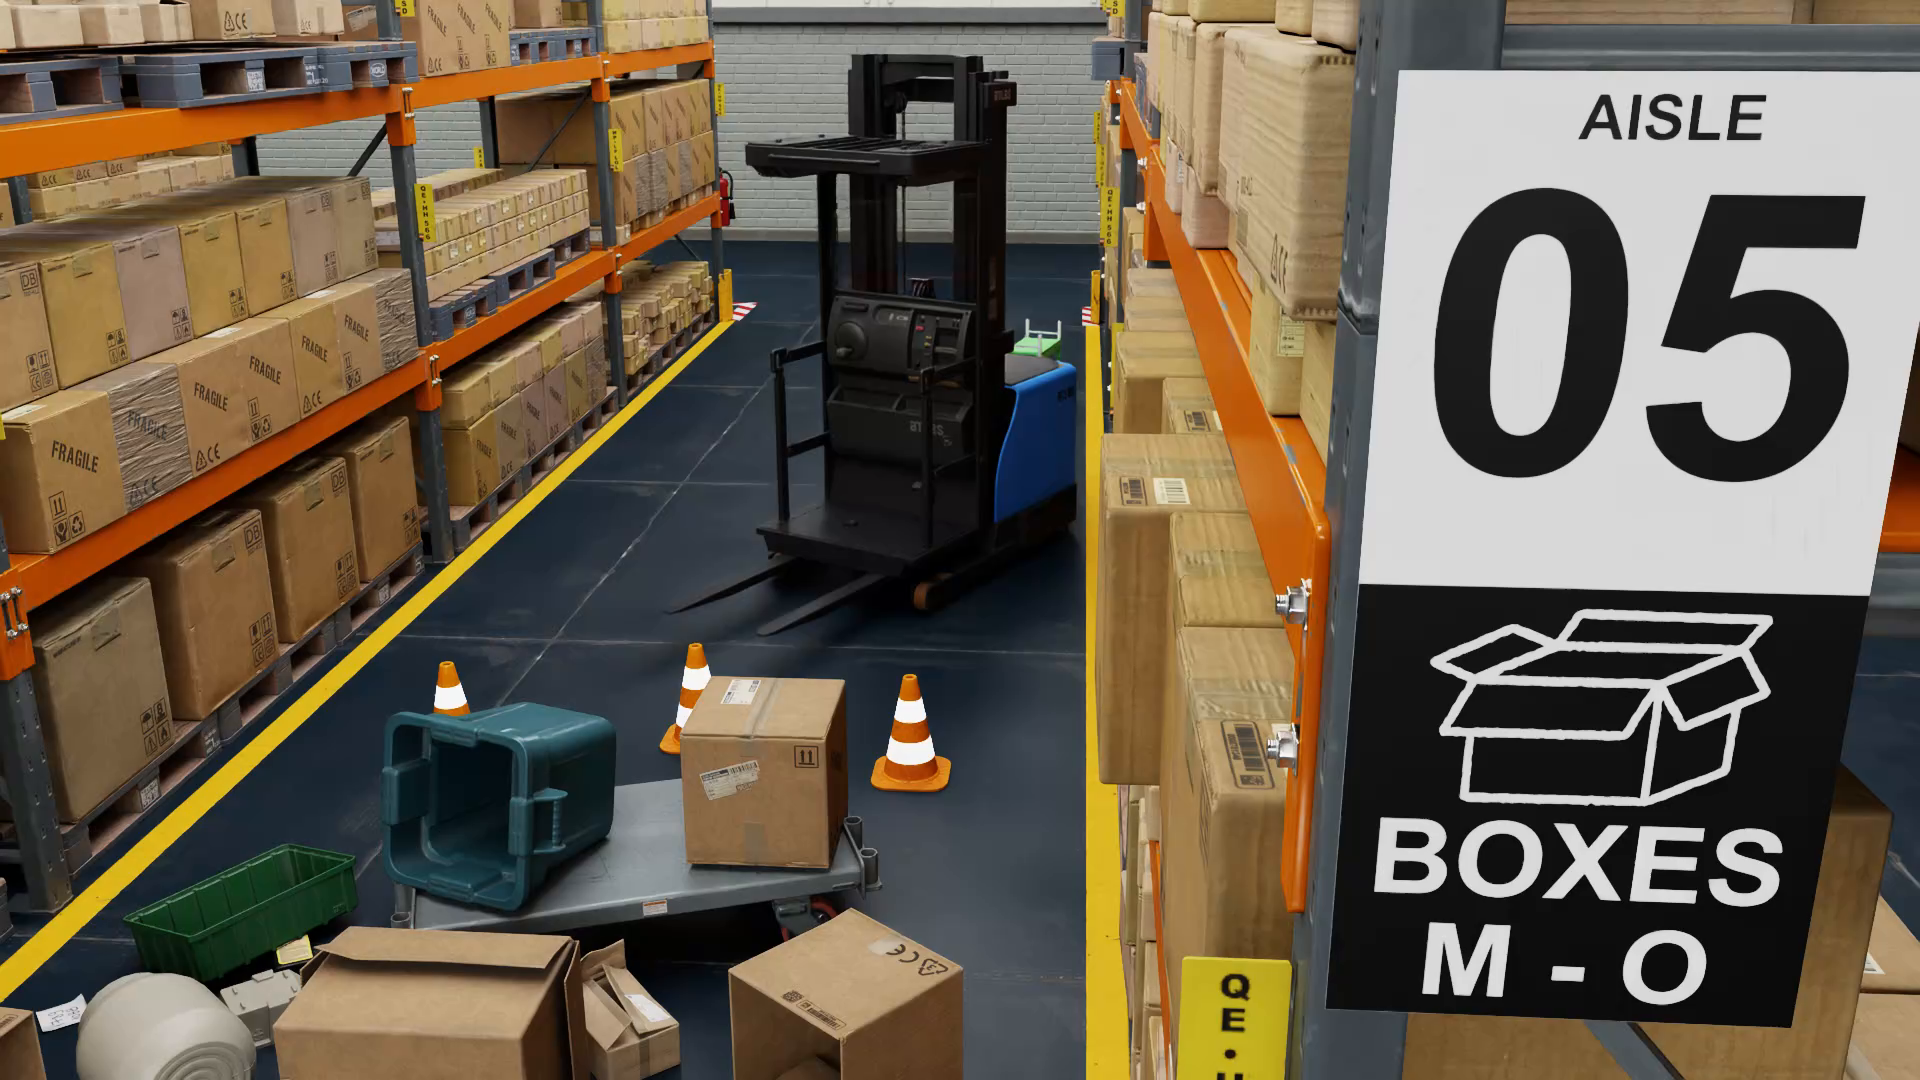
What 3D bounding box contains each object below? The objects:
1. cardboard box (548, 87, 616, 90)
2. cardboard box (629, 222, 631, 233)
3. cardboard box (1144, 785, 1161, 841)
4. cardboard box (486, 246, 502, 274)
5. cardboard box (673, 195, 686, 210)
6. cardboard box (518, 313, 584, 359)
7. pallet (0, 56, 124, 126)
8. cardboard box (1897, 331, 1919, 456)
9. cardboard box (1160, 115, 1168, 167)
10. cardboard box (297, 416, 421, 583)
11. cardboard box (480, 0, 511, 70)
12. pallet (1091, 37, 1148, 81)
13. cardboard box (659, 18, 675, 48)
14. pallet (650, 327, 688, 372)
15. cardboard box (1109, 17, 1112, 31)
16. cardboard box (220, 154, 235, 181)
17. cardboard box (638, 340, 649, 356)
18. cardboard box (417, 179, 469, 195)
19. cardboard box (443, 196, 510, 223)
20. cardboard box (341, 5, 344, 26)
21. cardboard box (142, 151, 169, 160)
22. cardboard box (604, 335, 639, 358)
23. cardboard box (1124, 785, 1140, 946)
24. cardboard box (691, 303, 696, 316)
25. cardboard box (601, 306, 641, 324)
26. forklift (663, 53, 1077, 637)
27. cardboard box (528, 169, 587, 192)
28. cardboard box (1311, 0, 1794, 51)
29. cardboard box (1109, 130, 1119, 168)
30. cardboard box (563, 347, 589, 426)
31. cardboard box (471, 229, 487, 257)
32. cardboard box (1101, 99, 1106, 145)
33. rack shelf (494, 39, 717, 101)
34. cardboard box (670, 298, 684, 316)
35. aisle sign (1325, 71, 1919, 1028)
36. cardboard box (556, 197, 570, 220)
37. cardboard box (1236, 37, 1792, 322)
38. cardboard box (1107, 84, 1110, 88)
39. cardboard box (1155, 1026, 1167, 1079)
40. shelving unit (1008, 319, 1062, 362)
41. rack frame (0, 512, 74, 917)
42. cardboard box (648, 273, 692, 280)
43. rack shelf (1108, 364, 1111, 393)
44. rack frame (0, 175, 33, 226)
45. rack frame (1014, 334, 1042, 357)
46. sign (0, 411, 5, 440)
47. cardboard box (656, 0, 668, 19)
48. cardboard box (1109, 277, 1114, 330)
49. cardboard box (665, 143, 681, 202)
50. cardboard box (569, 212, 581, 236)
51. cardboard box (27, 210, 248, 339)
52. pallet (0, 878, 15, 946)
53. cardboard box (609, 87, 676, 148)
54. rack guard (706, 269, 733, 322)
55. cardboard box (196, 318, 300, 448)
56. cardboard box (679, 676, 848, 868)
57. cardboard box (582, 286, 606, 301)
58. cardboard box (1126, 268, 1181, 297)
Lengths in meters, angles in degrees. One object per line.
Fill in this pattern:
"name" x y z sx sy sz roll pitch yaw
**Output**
"cardboard box" -3.409 -3.842 15.086 0.500 0.500 0.500 1 18 2
"cardboard box" -3.018 -2.672 14.165 0.380 0.149 0.250 0 18 1
"cardboard box" 0.651 0.626 4.100 0.380 0.149 0.250 1 18 4
"cardboard box" -3.257 -1.851 10.984 0.380 0.149 0.250 2 18 6
"cardboard box" -2.833 -3.245 15.912 0.380 0.149 0.250 0 18 1
"cardboard box" -3.128 -1.517 12.371 0.500 0.250 0.500 2 18 7
"pallet" -3.833 -1.681 6.226 0.805 0.209 1.217 1 18 2
"cardboard box" 1.156 -0.141 1.622 0.380 0.149 0.250 1 18 4
"cardboard box" 0.751 -1.116 4.598 0.380 0.149 0.250 1 18 4
"cardboard box" -3.696 -0.246 9.296 1.050 0.750 0.750 1 18 3
"cardboard box" -3.197 -3.258 10.571 0.500 0.500 0.500 1 18 4
"pallet" 1.375 -2.761 9.517 1.213 0.211 1.003 2 18 6
"cardboard box" -2.855 -4.516 14.813 0.500 0.250 0.500 2 18 6
"pallet" -3.179 -1.809 15.606 1.003 0.211 1.213 1 18 4
"cardboard box" 1.228 -3.595 11.460 0.380 0.166 0.250 0 18 0
"cardboard box" -7.700 -3.843 17.098 0.500 0.250 0.500 1 18 3
"cardboard box" -2.945 -1.657 14.566 0.380 0.149 0.250 1 18 4
"cardboard box" -3.819 -2.552 12.168 0.380 0.149 0.250 1 18 3
"cardboard box" -3.244 -2.213 11.134 0.380 0.149 0.250 2 18 6
"cardboard box" -3.387 -2.673 8.488 0.380 0.166 0.250 1 18 4
"cardboard box" -8.269 -4.058 16.548 0.500 0.500 0.500 1 18 3
"cardboard box" -2.931 -1.637 14.027 0.380 0.149 0.250 2 18 6
"cardboard box" 0.783 0.947 5.254 0.500 0.500 0.500 2 18 7
"cardboard box" -2.842 -2.302 16.535 0.380 0.149 0.250 1 18 4
"cardboard box" -2.997 -1.939 14.472 0.380 0.149 0.250 1 18 3
"forklift" -0.460 -1.161 9.259 1.130 2.935 3.031 11 21 30
"cardboard box" -3.110 -2.779 12.861 0.380 0.149 0.250 2 18 6
"cardboard box" 0.538 -0.536 1.546 0.380 0.149 0.250 1 18 4
"cardboard box" 1.341 -2.700 12.079 0.500 0.500 0.500 1 18 4
"cardboard box" -3.115 -1.162 12.492 0.500 0.500 0.500 1 18 3
"cardboard box" -3.277 -1.916 10.703 0.380 0.149 0.250 1 18 4
"cardboard box" 1.606 -3.928 15.826 0.500 0.500 0.500 1 18 2
"rack shelf" -3.133 -4.250 14.914 1.077 0.370 4.000 1 18 4
"cardboard box" -2.839 -2.202 15.751 0.380 0.149 0.250 2 18 7
"aisle sign" 0.514 0.038 1.314 0.394 0.787 0.004 1 18 4
"cardboard box" -3.146 -2.480 12.425 0.380 0.149 0.250 2 18 6
"cardboard box" 0.576 -0.400 1.771 0.500 0.250 0.500 1 18 3
"cardboard box" 1.572 -4.192 15.591 0.380 0.149 0.250 1 18 2
"cardboard box" 0.606 1.173 3.520 0.380 0.149 0.250 2 18 6
"shelving unit" 0.478 -0.815 10.985 0.258 1.200 0.503 6 19 17
"rack frame" -3.850 -0.061 5.790 1.000 3.000 0.127 1 18 4
"cardboard box" -2.824 -2.506 16.202 0.380 0.149 0.250 1 18 2
"rack shelf" 1.238 -0.261 7.557 1.077 0.370 4.000 1 18 4
"rack frame" -8.216 -2.687 13.807 1.000 3.000 0.127 1 18 4
"rack frame" 0.402 -0.743 10.764 0.240 1.200 0.015 6 19 17
"sign" -3.296 -0.498 5.607 0.100 0.325 0.005 1 18 4
"cardboard box" -2.891 -4.756 14.741 0.500 0.250 0.500 0 18 2
"cardboard box" 1.180 -1.474 10.346 0.500 0.250 0.500 2 18 5
"cardboard box" -2.880 -3.359 15.218 0.500 0.500 0.500 2 18 7
"cardboard box" -3.125 -2.417 12.711 0.380 0.149 0.250 1 18 4
"cardboard box" -3.711 -1.211 7.535 0.700 0.500 0.500 1 18 3
"pallet" -3.982 1.499 5.509 1.003 0.211 1.213 1 18 4
"cardboard box" -2.874 -3.820 15.021 0.500 0.500 0.500 1 18 2
"rack guard" -2.995 -2.576 17.482 1.175 0.500 0.348 1 18 4
"cardboard box" -3.433 -0.735 7.688 0.500 0.500 0.500 2 18 5
"cardboard box" -0.683 0.816 5.913 0.500 0.500 0.500 1 18 4
"cardboard box" -3.363 -2.270 15.483 0.380 0.149 0.250 1 18 4
"cardboard box" 0.847 -0.514 4.929 0.700 0.500 0.500 1 18 3
